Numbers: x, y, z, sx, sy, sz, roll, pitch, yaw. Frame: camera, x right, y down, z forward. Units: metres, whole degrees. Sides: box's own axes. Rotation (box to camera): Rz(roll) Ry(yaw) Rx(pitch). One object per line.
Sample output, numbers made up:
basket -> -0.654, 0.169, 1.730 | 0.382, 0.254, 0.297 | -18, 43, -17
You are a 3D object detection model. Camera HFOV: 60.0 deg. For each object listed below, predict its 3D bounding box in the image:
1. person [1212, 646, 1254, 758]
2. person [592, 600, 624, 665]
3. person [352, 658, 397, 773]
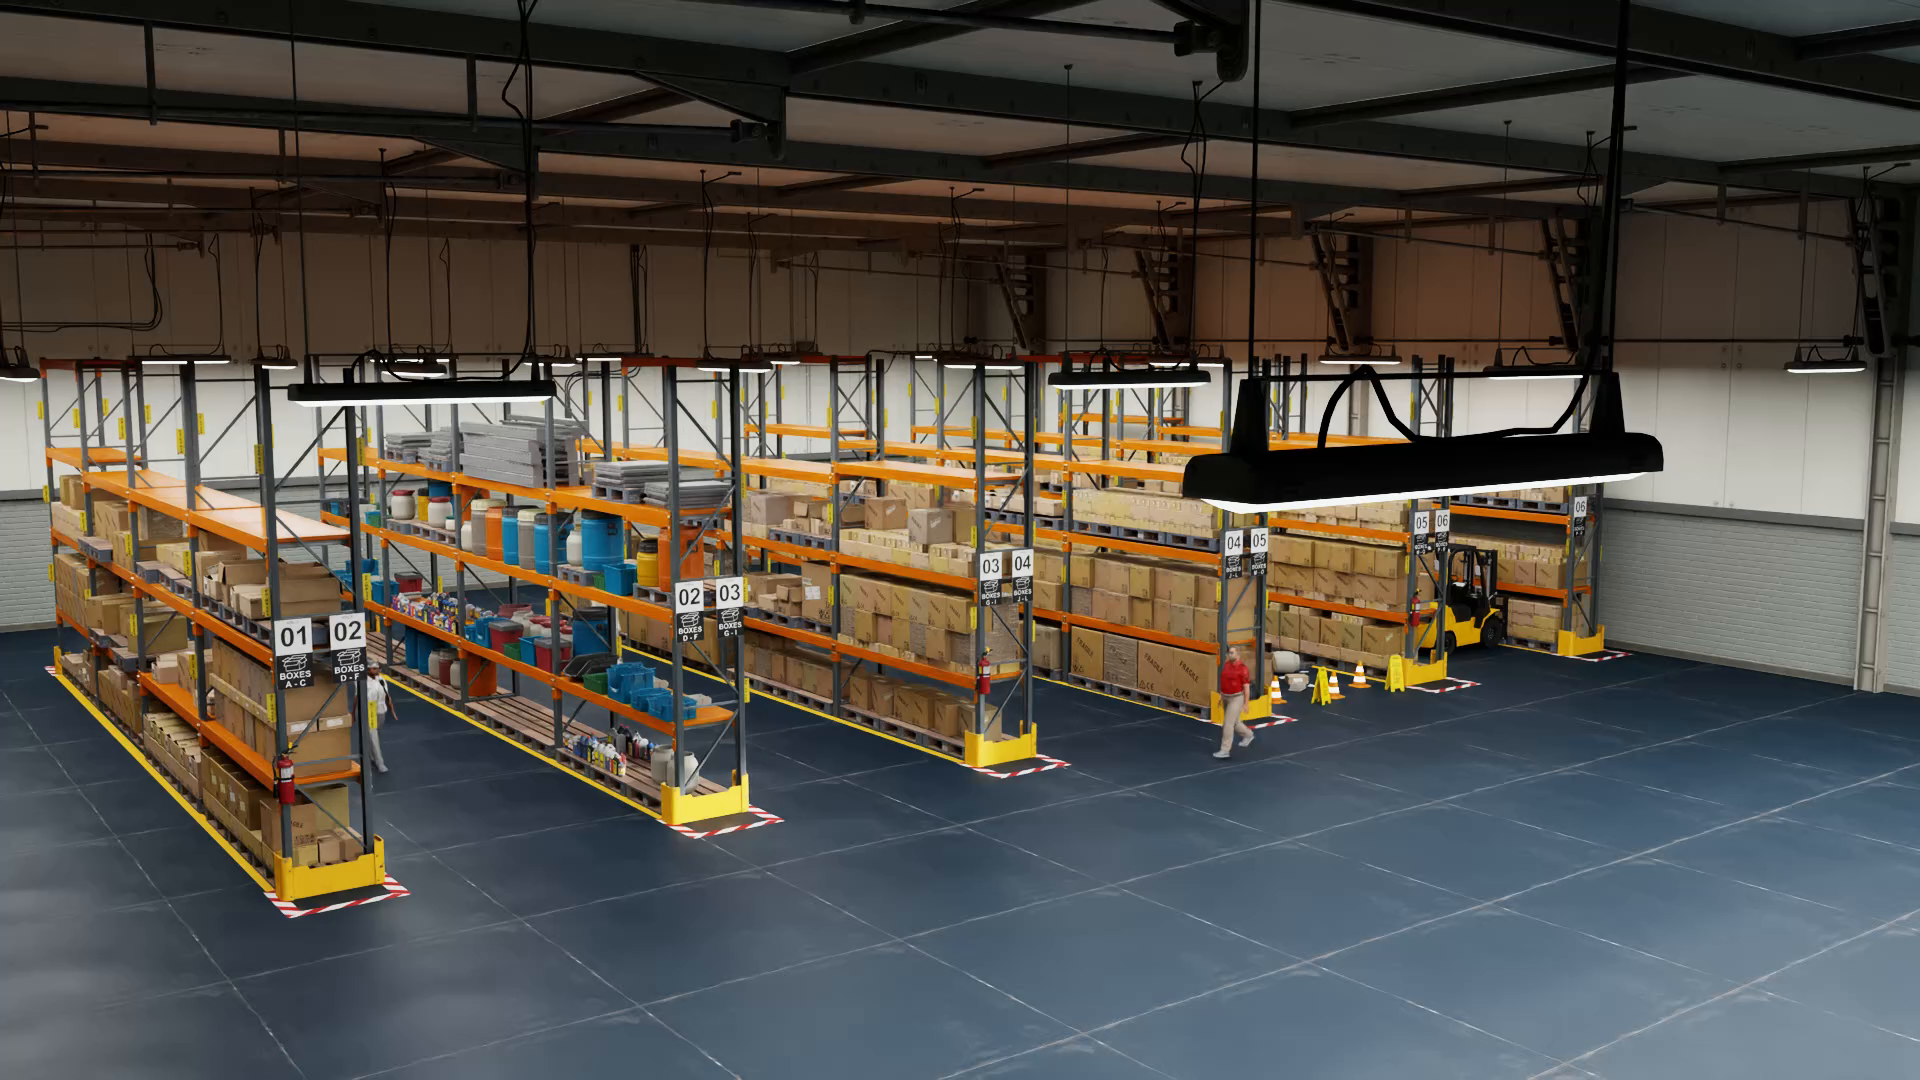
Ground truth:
person -> 4.209, 2.445, 25.400 | 1.019, 1.675, 0.538 | -5, 8, -34
person -> -6.862, 1.564, 32.393 | 0.604, 1.717, 1.116 | -4, 8, -32
person -> -8.677, 2.549, 24.615 | 1.058, 1.625, 0.546 | 7, 10, 44
